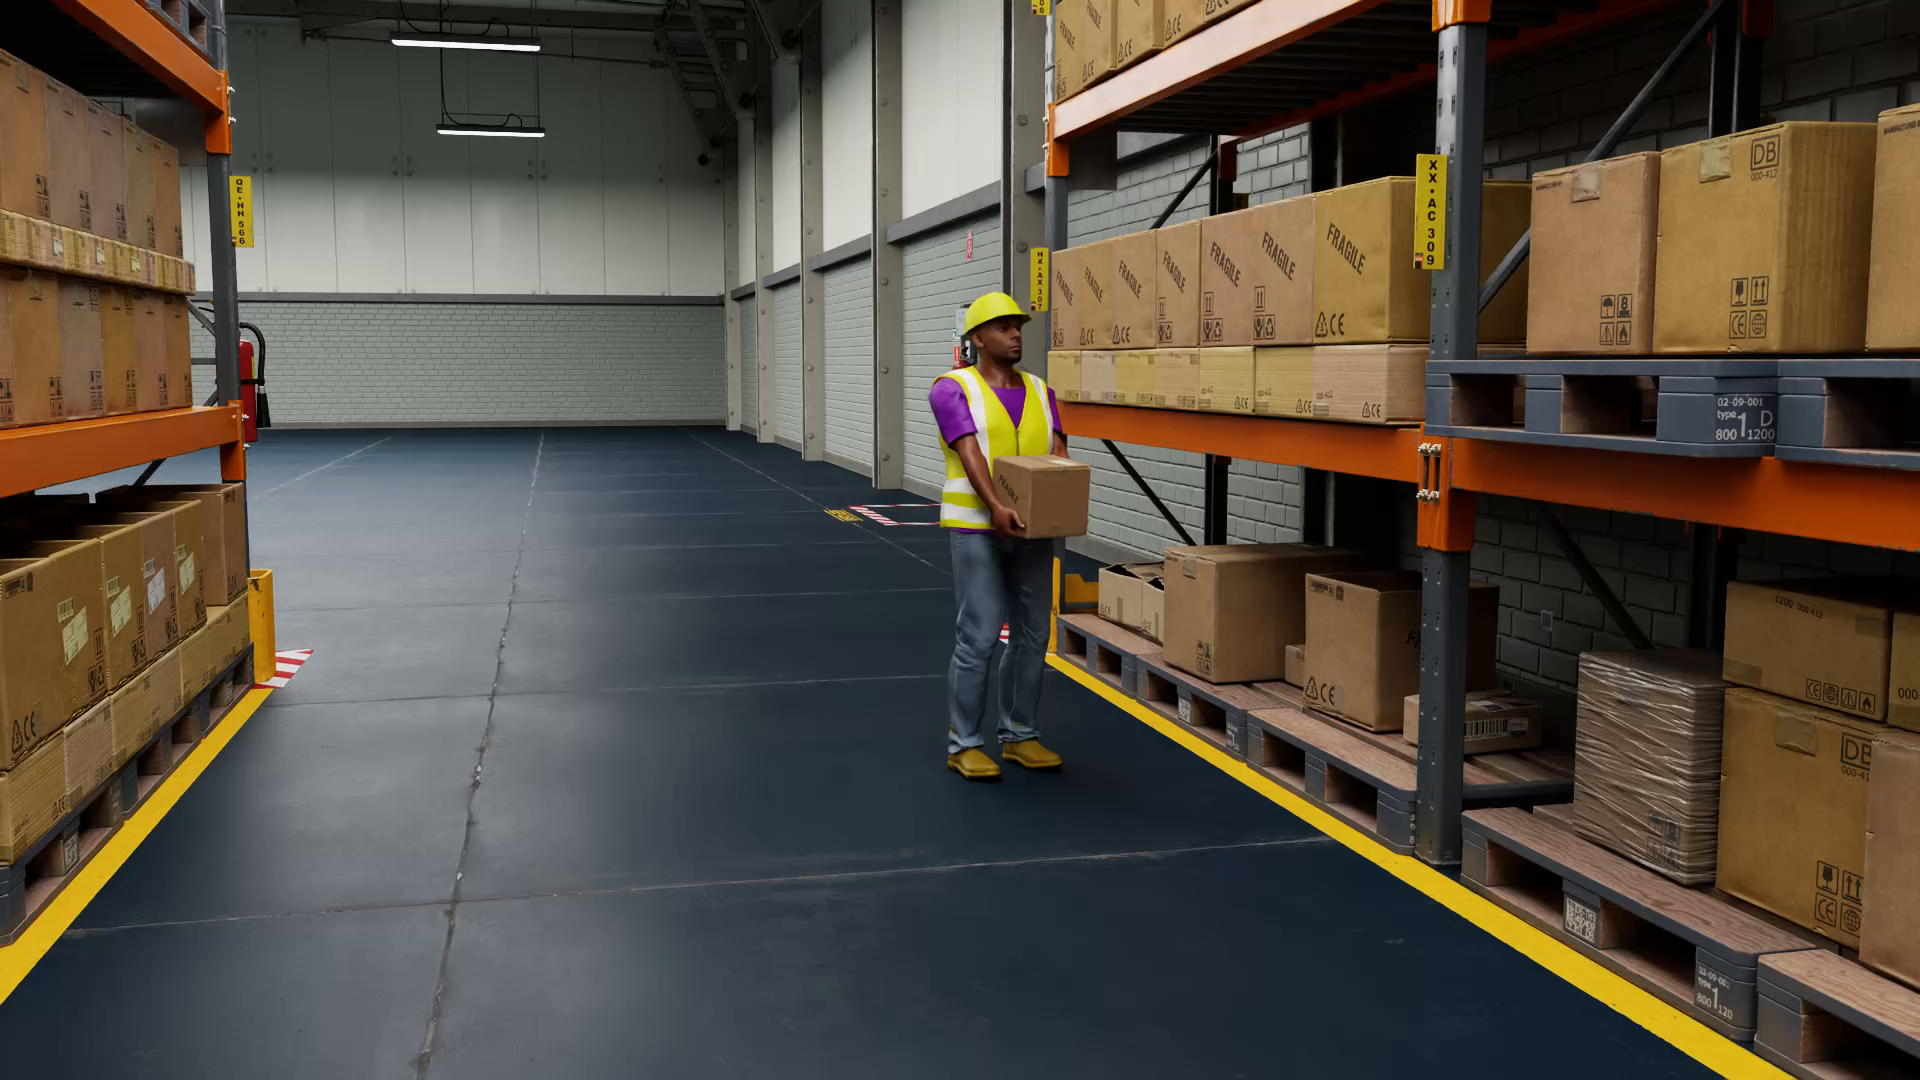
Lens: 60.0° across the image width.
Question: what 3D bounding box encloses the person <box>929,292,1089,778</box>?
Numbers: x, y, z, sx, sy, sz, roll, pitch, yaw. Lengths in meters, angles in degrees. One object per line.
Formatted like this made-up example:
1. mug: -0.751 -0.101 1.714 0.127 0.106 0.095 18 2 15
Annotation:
1. person: 0.199 -0.019 6.050 0.502 1.762 0.577 -4 7 -31
